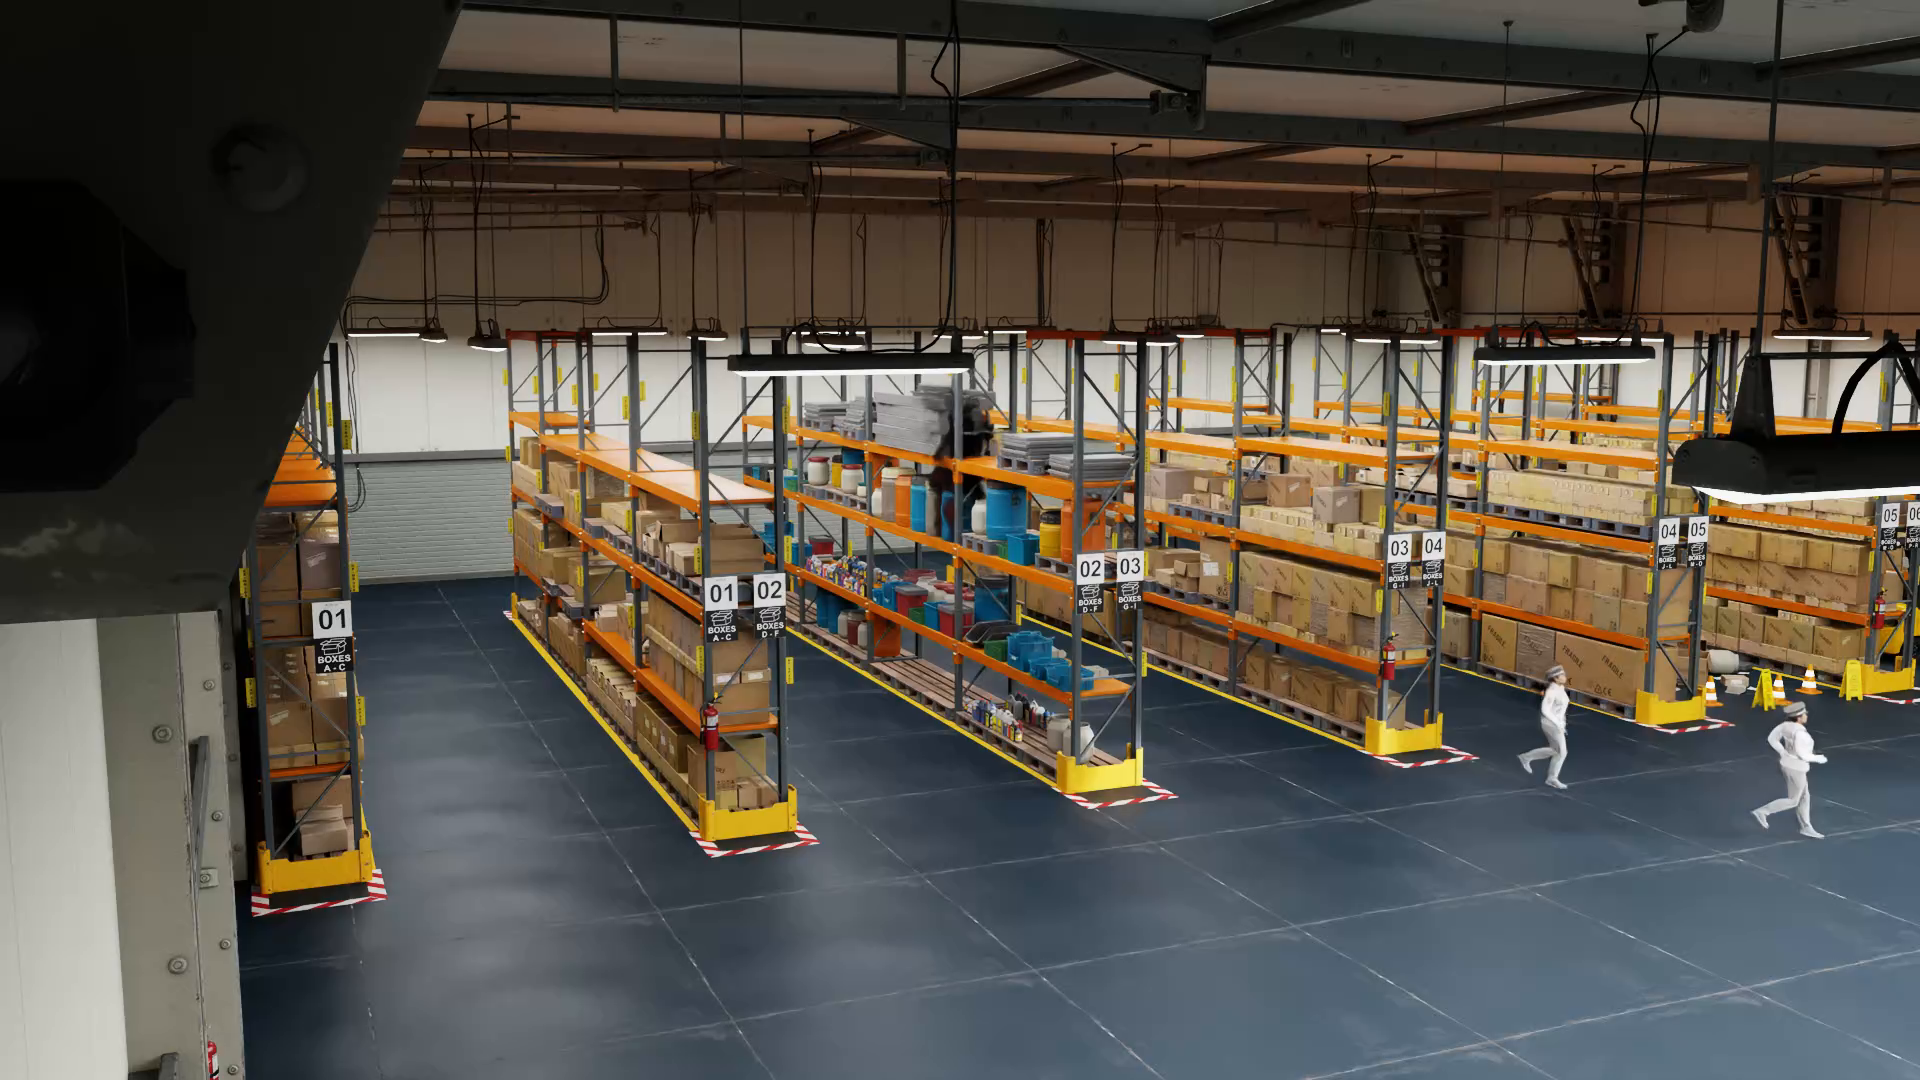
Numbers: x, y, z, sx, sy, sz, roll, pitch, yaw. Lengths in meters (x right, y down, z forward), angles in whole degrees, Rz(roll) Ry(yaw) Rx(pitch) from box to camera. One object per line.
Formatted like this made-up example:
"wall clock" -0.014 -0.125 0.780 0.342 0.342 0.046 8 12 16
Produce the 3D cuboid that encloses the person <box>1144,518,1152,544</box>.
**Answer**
"person" 4.019 0.248 38.507 0.692 1.727 0.942 -5 9 -34

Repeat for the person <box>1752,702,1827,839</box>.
"person" 10.040 2.783 20.092 0.882 1.700 0.617 1 8 5

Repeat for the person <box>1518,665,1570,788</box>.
"person" 7.865 2.486 22.367 0.656 1.699 0.622 4 9 25
